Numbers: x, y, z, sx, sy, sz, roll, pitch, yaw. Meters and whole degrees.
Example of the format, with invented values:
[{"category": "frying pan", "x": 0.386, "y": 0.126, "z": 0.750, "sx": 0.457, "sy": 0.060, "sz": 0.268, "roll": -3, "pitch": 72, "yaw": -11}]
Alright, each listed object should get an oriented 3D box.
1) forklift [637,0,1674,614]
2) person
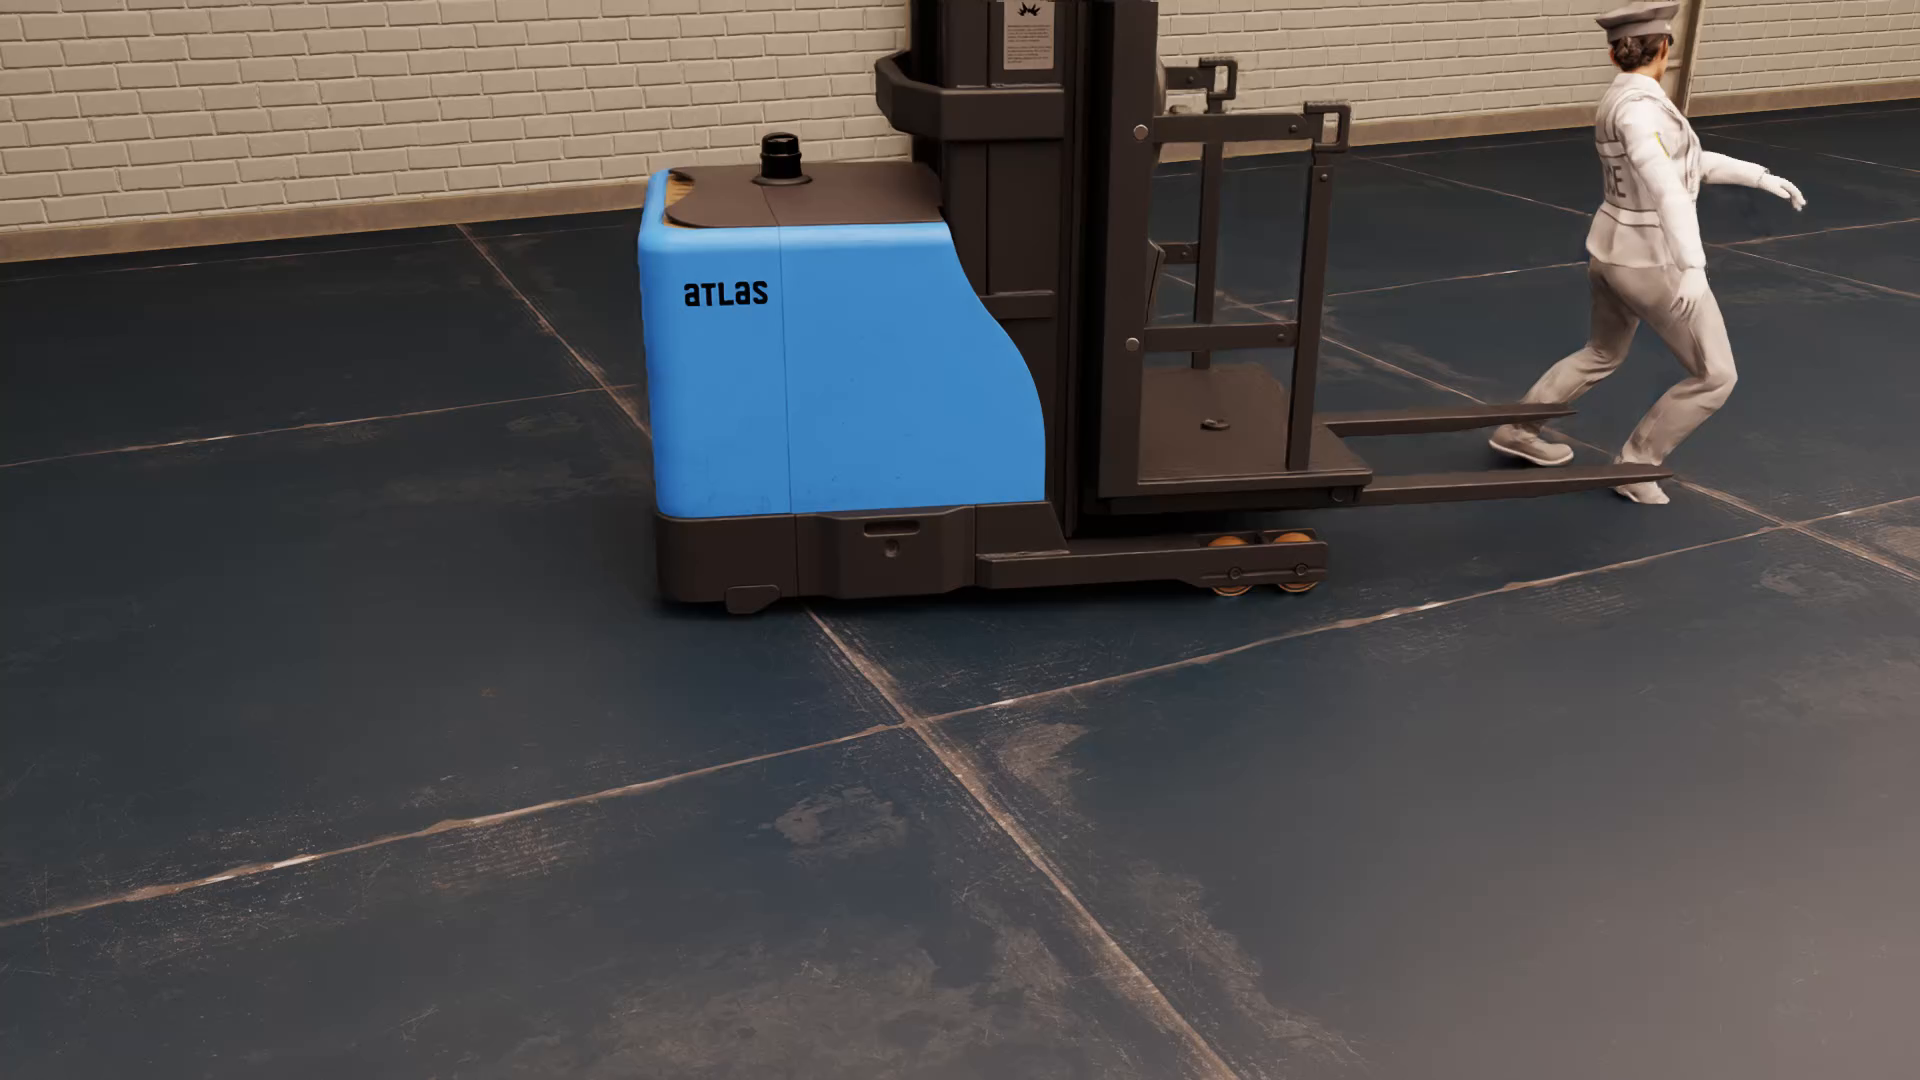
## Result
[{"category": "forklift", "x": 0.608, "y": -1.392, "z": 4.637, "sx": 3.031, "sy": 2.935, "sz": 1.130, "roll": -3, "pitch": 23, "yaw": -7}, {"category": "person", "x": 2.208, "y": -0.840, "z": 5.217, "sx": 0.783, "sy": 1.597, "sz": 0.725, "roll": 0, "pitch": 23, "yaw": 0}]
